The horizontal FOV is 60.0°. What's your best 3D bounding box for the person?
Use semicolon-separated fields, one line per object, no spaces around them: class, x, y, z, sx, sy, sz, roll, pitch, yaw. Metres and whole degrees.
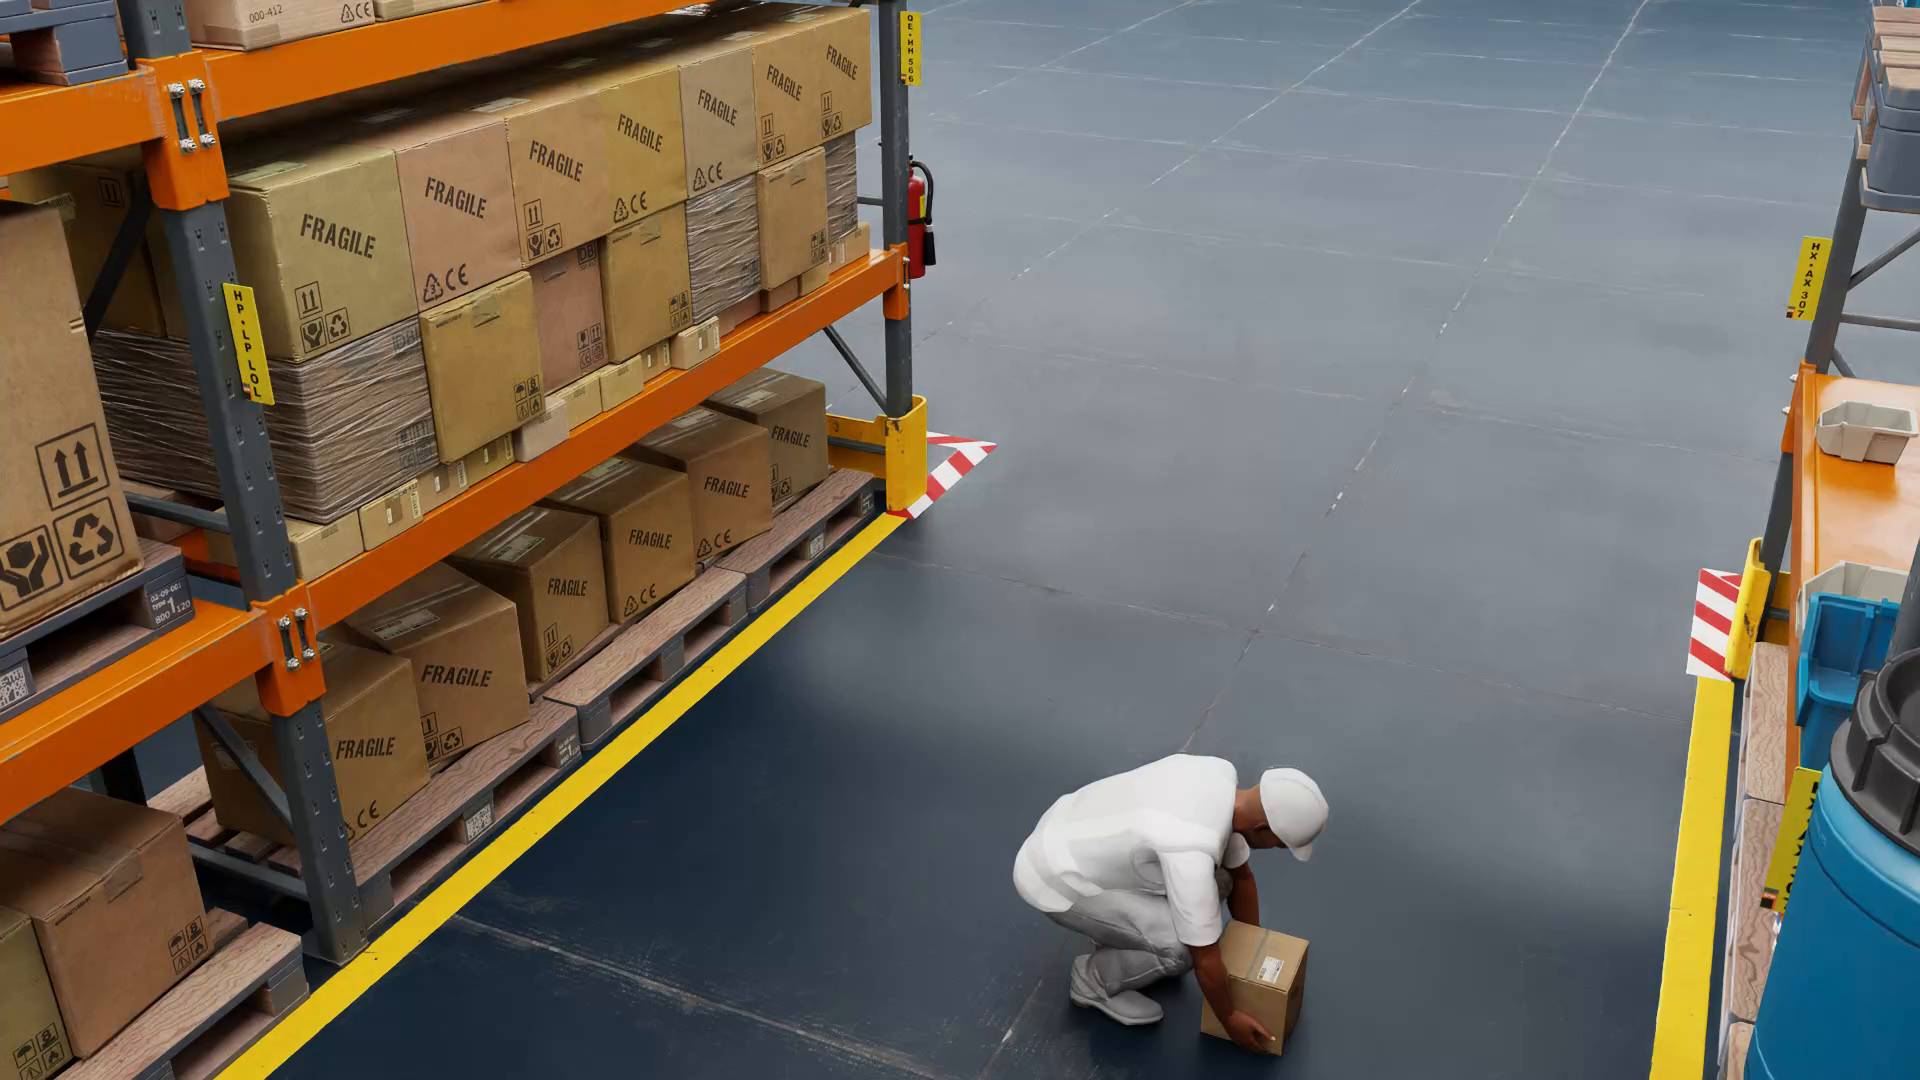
person;0.631;1.019;5.042;0.893;0.898;0.556;11;28;22
